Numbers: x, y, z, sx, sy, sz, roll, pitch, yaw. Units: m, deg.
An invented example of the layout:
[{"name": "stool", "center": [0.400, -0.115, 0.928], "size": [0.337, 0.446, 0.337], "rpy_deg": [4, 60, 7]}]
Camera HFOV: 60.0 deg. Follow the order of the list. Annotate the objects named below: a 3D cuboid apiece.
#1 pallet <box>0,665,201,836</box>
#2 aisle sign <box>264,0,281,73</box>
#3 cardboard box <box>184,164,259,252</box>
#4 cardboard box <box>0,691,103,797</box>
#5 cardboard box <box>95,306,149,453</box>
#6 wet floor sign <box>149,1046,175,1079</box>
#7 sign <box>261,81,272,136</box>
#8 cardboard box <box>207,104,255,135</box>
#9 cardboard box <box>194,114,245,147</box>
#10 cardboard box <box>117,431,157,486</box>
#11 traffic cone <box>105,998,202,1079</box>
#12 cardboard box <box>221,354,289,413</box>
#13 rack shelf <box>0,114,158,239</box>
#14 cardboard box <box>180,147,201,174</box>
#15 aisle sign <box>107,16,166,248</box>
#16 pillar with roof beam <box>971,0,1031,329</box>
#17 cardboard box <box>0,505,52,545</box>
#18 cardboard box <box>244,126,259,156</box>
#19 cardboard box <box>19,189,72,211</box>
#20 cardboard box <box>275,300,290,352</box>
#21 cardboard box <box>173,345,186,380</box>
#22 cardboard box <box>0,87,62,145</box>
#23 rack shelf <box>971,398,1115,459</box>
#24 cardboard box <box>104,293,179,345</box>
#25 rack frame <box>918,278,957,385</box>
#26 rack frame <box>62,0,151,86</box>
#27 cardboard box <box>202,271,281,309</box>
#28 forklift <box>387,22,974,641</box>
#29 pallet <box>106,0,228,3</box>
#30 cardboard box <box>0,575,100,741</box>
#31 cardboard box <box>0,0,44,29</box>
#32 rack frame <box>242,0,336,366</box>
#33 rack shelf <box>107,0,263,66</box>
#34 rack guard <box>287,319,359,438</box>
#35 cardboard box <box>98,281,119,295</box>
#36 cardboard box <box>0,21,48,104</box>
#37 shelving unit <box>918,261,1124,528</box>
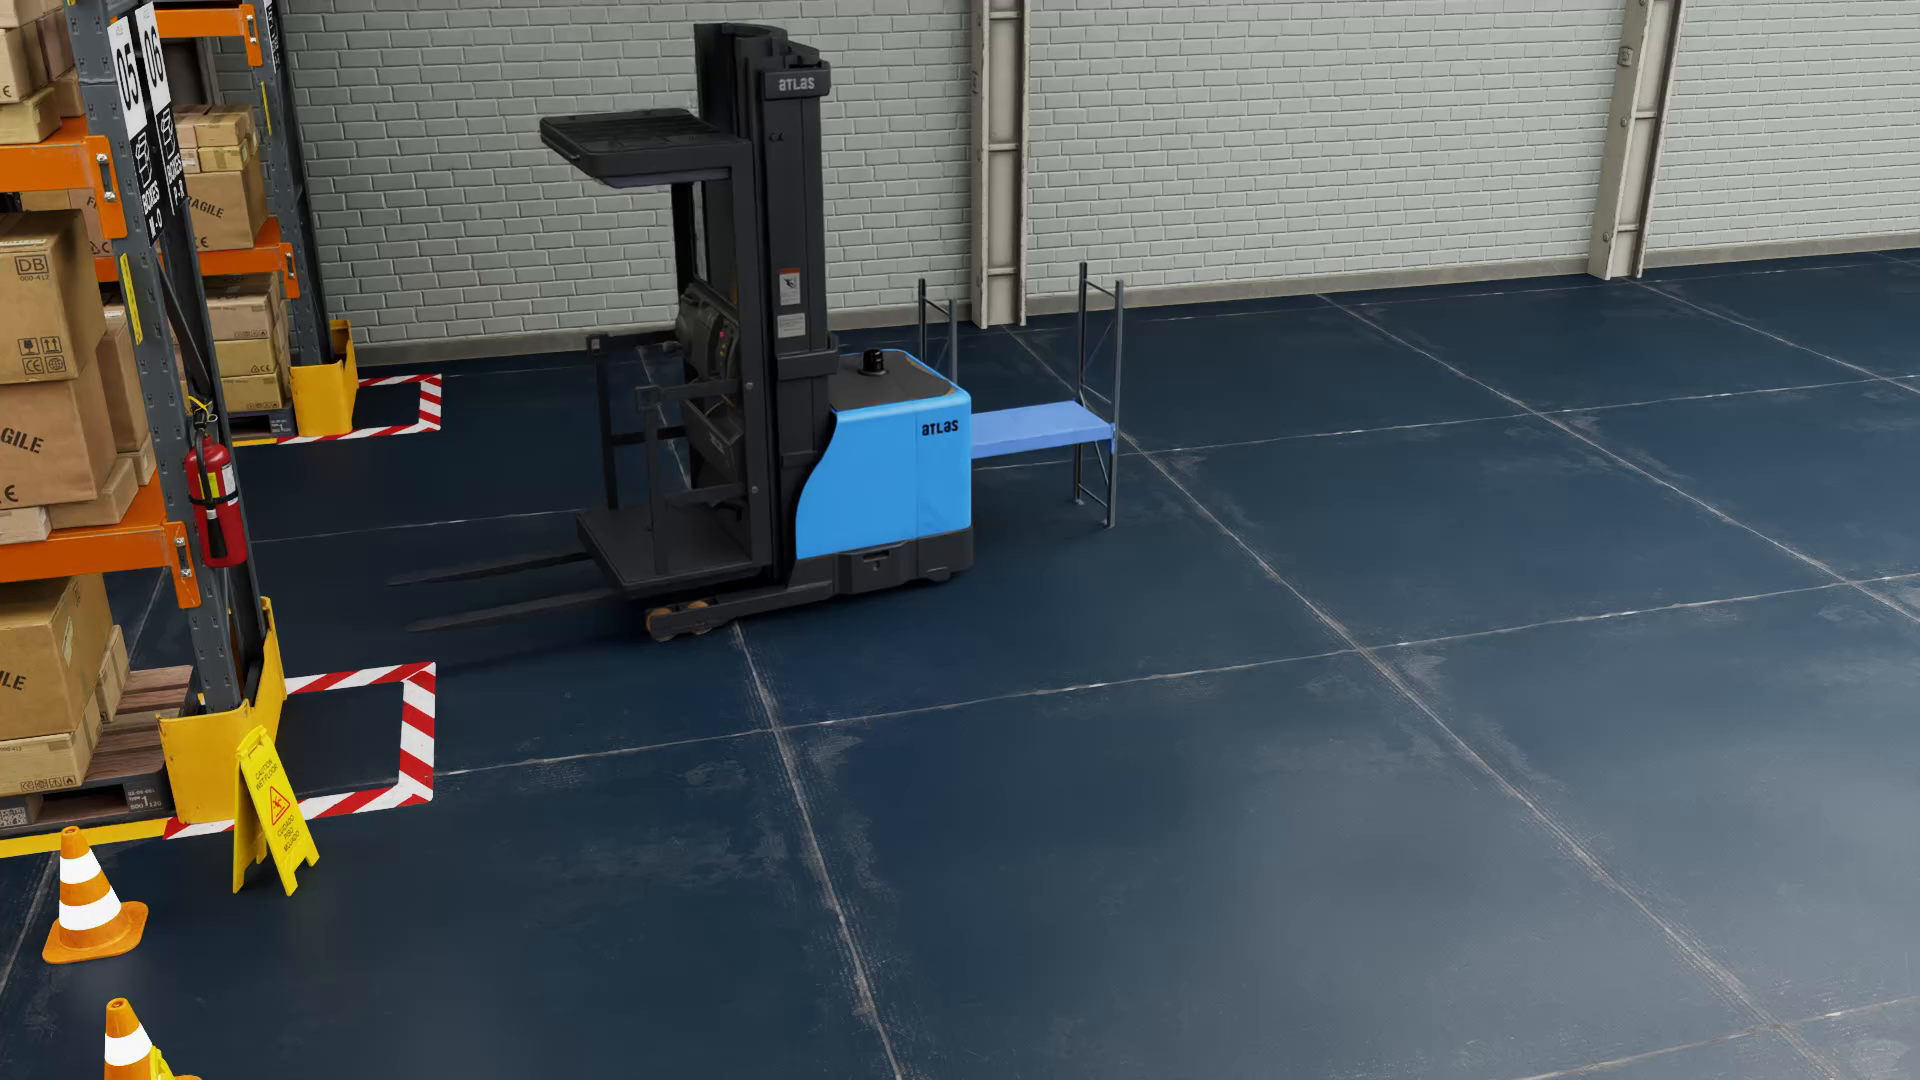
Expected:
[{"name": "pallet", "center": [-4.061, 0.936, 7.301], "size": [1.213, 0.211, 1.003], "rpy_deg": [-6, 24, -14]}, {"name": "aisle sign", "center": [-4.398, -3.401, 10.575], "size": [0.004, 0.787, 0.394], "rpy_deg": [-6, 24, -14]}, {"name": "cardboard box", "center": [-4.944, -2.204, 10.957], "size": [0.500, 0.500, 0.500], "rpy_deg": [-7, 24, -16]}, {"name": "cardboard box", "center": [-3.925, 0.835, 6.955], "size": [0.500, 0.250, 0.500], "rpy_deg": [-6, 24, -15]}, {"name": "cardboard box", "center": [-3.727, -0.664, 6.989], "size": [0.500, 0.500, 0.500], "rpy_deg": [-7, 24, -15]}, {"name": "wet floor sign", "center": [-2.269, 1.769, 4.809], "size": [0.232, 0.644, 0.267], "rpy_deg": [-11, 25, -23]}, {"name": "sign", "center": [-4.407, -2.744, 10.572], "size": [0.005, 0.325, 0.100], "rpy_deg": [-6, 24, -14]}, {"name": "cardboard box", "center": [-4.922, -2.837, 11.230], "size": [0.250, 0.149, 0.380], "rpy_deg": [-7, 24, -15]}, {"name": "cardboard box", "center": [-4.829, -2.673, 10.849], "size": [0.250, 0.149, 0.380], "rpy_deg": [-6, 24, -14]}, {"name": "cardboard box", "center": [-3.579, -0.353, 7.088], "size": [0.250, 0.149, 0.380], "rpy_deg": [-6, 24, -14]}, {"name": "traffic cone", "center": [-2.635, 1.660, 5.294], "size": [0.334, 0.463, 0.336], "rpy_deg": [-6, 24, -14]}, {"name": "cardboard box", "center": [-4.908, -1.070, 11.394], "size": [0.500, 0.250, 0.500], "rpy_deg": [-6, 24, -14]}, {"name": "rack shelf", "center": [-5.122, -1.261, 5.994], "size": [4.000, 0.370, 1.077], "rpy_deg": [-6, 24, -14]}, {"name": "cardboard box", "center": [-5.037, -2.473, 10.760], "size": [0.250, 0.149, 0.380], "rpy_deg": [-6, 24, -14]}, {"name": "aisle sign", "center": [-3.058, -1.518, 6.186], "size": [0.004, 0.787, 0.394], "rpy_deg": [-6, 24, -14]}, {"name": "pillar with roof beam", "center": [1.485, -4.340, 8.453], "size": [0.400, 9.000, 9.100], "rpy_deg": [-6, 24, -14]}, {"name": "cardboard box", "center": [-3.713, -0.121, 6.546], "size": [0.250, 0.149, 0.380], "rpy_deg": [-7, 24, -15]}, {"name": "cardboard box", "center": [-4.937, -2.717, 11.329], "size": [0.250, 0.149, 0.380], "rpy_deg": [-7, 24, -16]}, {"name": "cardboard box", "center": [-5.939, -2.098, 10.709], "size": [0.500, 0.500, 0.500], "rpy_deg": [-7, 24, -15]}, {"name": "cardboard box", "center": [-5.049, -1.499, 11.759], "size": [0.500, 0.250, 0.500], "rpy_deg": [-6, 24, -13]}, {"name": "cardboard box", "center": [-5.411, -1.250, 11.179], "size": [0.500, 0.250, 0.500], "rpy_deg": [-7, 24, -15]}, {"name": "cardboard box", "center": [-3.464, -1.545, 6.062], "size": [0.250, 0.149, 0.380], "rpy_deg": [-6, 24, -14]}, {"name": "rack shelf", "center": [0.342, -0.610, 9.726], "size": [1.000, 0.185, 0.538], "rpy_deg": [-9, 25, -21]}, {"name": "cardboard box", "center": [-5.390, -1.475, 11.071], "size": [0.500, 0.250, 0.500], "rpy_deg": [-6, 24, -13]}, {"name": "rack frame", "center": [-0.126, -0.698, 9.474], "size": [0.032, 1.500, 0.500], "rpy_deg": [-9, 25, -21]}, {"name": "rack frame", "center": [-3.196, -3.183, 5.757], "size": [0.127, 3.000, 1.000], "rpy_deg": [-6, 24, -14]}, {"name": "cardboard box", "center": [-5.055, -1.720, 11.641], "size": [0.500, 0.250, 0.500], "rpy_deg": [-7, 24, -15]}, {"name": "forklift", "center": [-1.483, -1.064, 8.514], "size": [3.031, 2.935, 1.130], "rpy_deg": [-10, 25, -23]}, {"name": "pallet", "center": [-5.228, -3.583, 10.604], "size": [1.213, 0.211, 1.003], "rpy_deg": [-6, 24, -14]}, {"name": "cardboard box", "center": [-3.897, 0.484, 6.822], "size": [0.500, 0.500, 0.500], "rpy_deg": [-6, 24, -14]}, {"name": "cardboard box", "center": [-3.442, -1.908, 5.896], "size": [0.250, 0.149, 0.380], "rpy_deg": [-6, 24, -14]}, {"name": "rack frame", "center": [-4.541, -2.311, 11.331], "size": [0.127, 3.000, 1.000], "rpy_deg": [-6, 24, -14]}, {"name": "rack shelf", "center": [-6.466, -3.145, 10.385], "size": [4.000, 0.370, 1.077], "rpy_deg": [-6, 24, -14]}, {"name": "rack guard", "center": [-4.518, -1.164, 11.830], "size": [0.348, 0.500, 1.175], "rpy_deg": [-6, 24, -14]}, {"name": "cardboard box", "center": [-6.019, -1.616, 11.399], "size": [0.500, 0.250, 0.500], "rpy_deg": [-6, 24, -15]}, {"name": "cardboard box", "center": [-3.616, -1.716, 5.954], "size": [0.500, 0.250, 0.500], "rpy_deg": [-7, 24, -15]}, {"name": "shelving unit", "center": [0.342, -0.775, 9.655], "size": [1.048, 1.500, 0.538], "rpy_deg": [-9, 25, -21]}]
